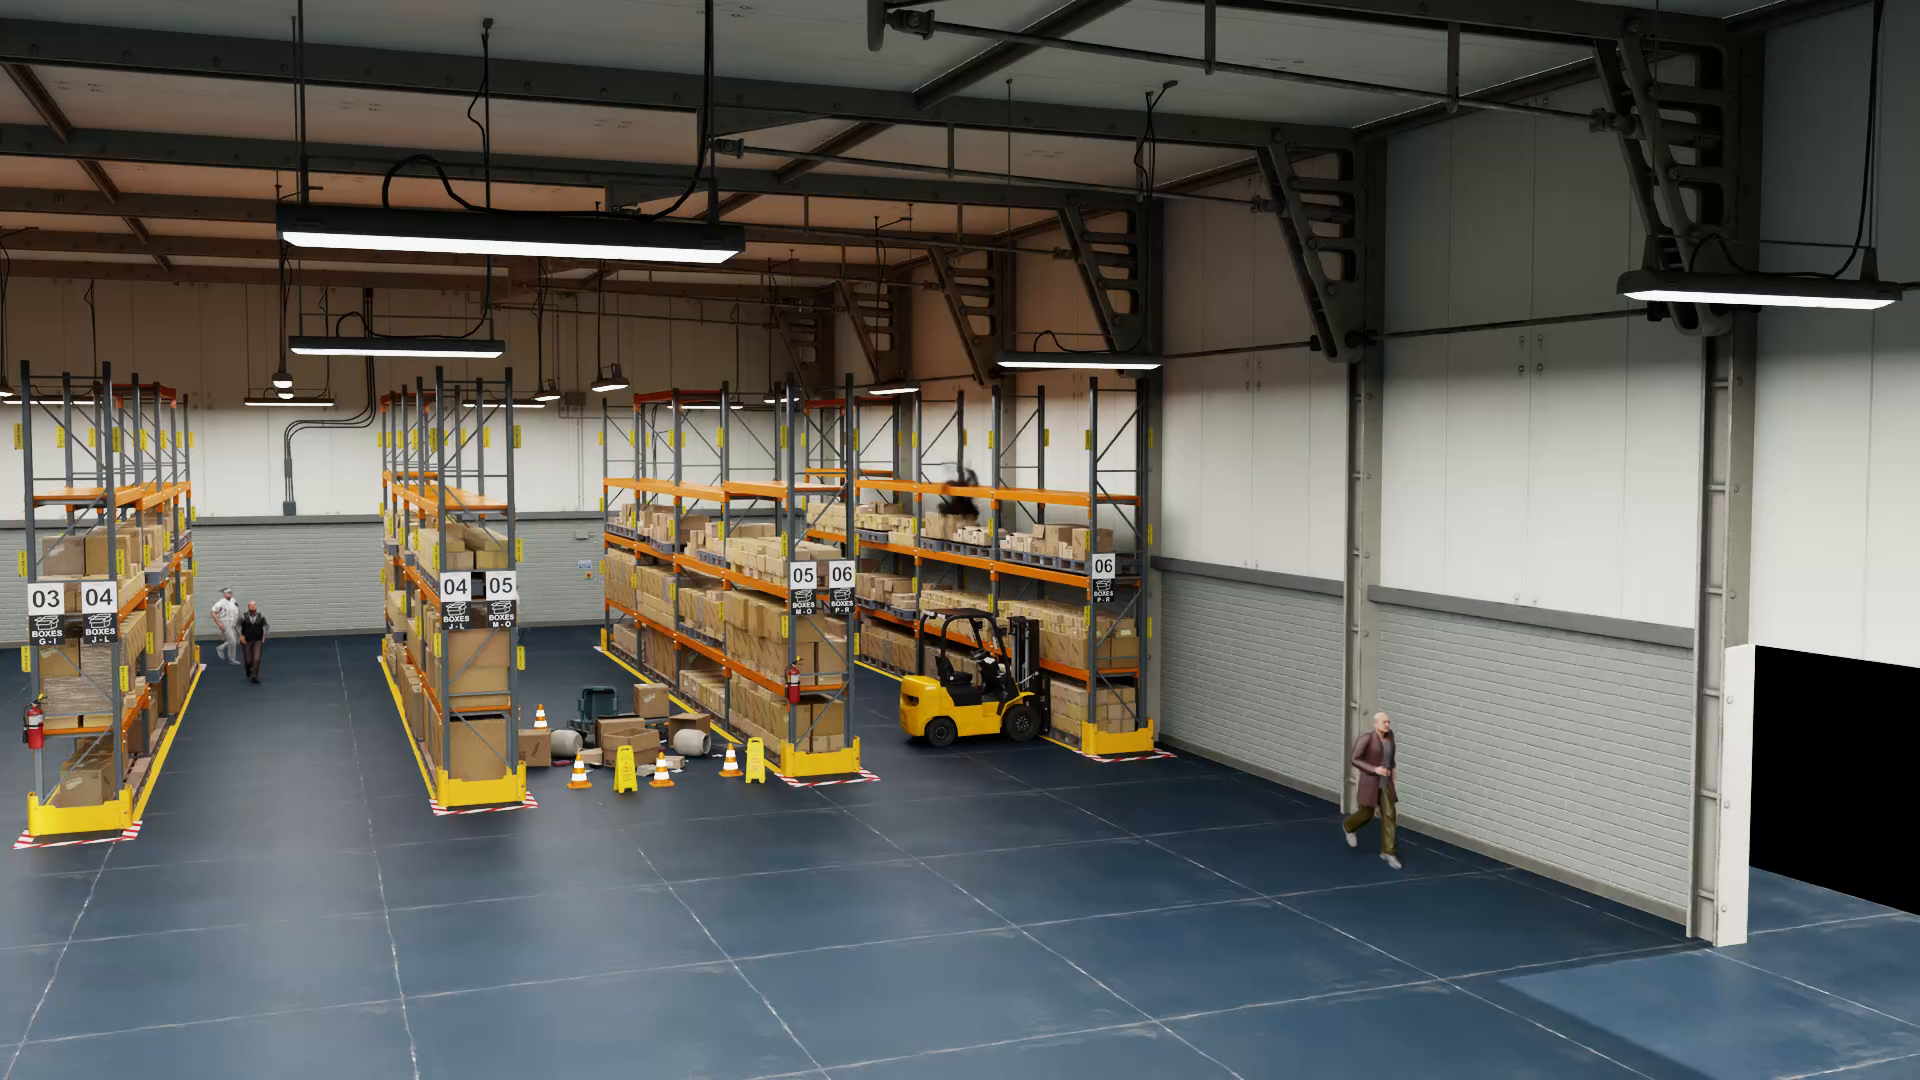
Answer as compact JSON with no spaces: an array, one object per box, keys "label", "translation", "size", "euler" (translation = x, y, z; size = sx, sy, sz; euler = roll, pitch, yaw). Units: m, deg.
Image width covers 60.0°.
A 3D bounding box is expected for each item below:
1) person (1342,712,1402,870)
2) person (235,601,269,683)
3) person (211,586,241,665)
[{"label":"person","translation":[4.932,2.923,19.809],"size":[0.733,1.782,1.105],"euler":[-2,4,-25]},{"label":"person","translation":[-14.632,2.099,34.390],"size":[0.660,1.687,0.638],"euler":[-2,4,-25]},{"label":"person","translation":[-16.340,1.905,37.140],"size":[0.647,1.757,0.702],"euler":[1,4,18]}]
